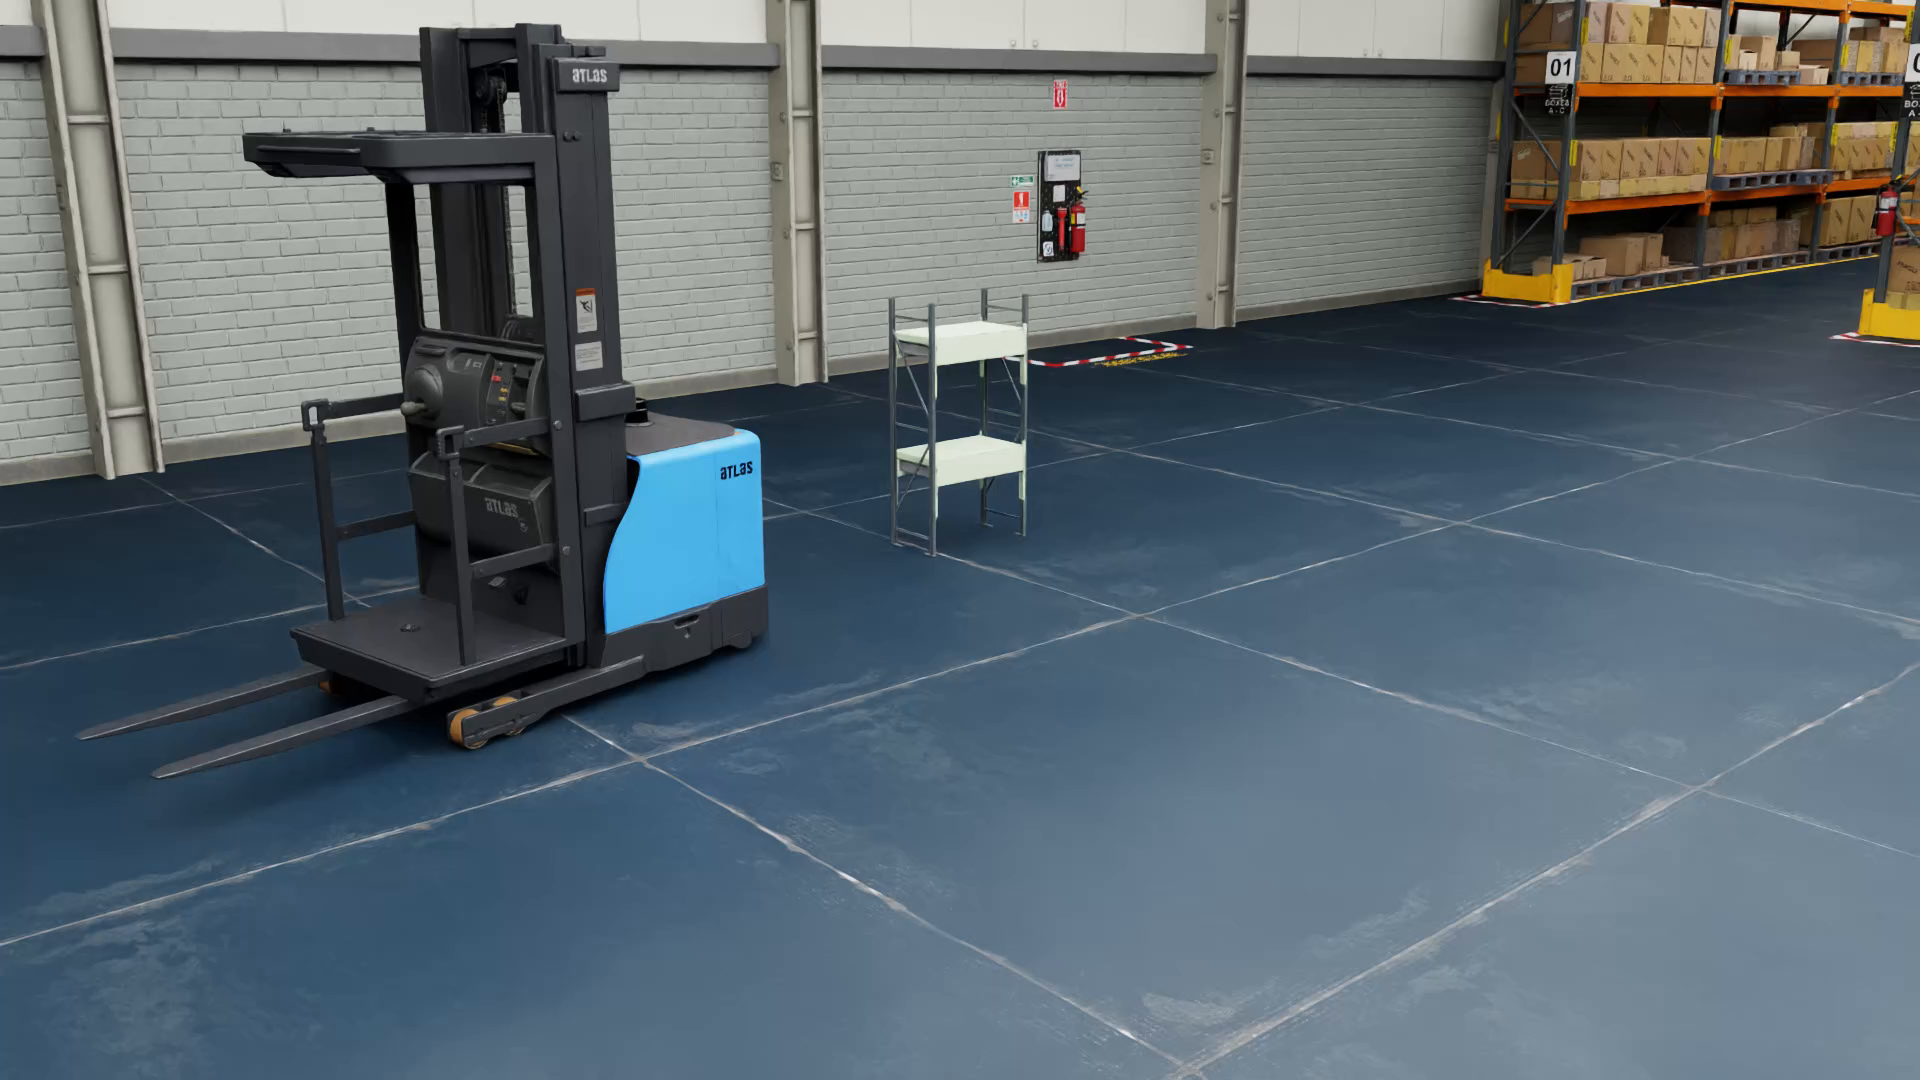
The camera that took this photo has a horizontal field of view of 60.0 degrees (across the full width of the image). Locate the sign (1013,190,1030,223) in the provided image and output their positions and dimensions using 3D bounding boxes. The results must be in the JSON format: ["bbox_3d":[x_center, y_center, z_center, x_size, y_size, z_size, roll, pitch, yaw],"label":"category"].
[{"bbox_3d":[0.645,-3.507,17.497,0.234,0.329,0.001,-13,19,-39],"label":"sign"}]

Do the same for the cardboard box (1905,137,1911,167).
[{"bbox_3d":[16.077,-6.723,28.797,0.500,0.500,0.500,-12,19,-39],"label":"cardboard box"}]

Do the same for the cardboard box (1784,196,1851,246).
[{"bbox_3d":[14.261,-5.322,27.715,0.750,0.750,0.750,-13,20,-40],"label":"cardboard box"}]

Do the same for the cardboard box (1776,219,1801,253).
[{"bbox_3d":[13.111,-4.932,26.893,0.500,0.500,0.700,-12,19,-39],"label":"cardboard box"}]

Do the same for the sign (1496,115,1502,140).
[{"bbox_3d":[7.236,-5.527,22.275,0.005,0.325,0.100,-13,19,-39],"label":"sign"}]

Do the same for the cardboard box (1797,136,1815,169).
[{"bbox_3d":[13.272,-6.238,26.746,0.700,0.500,0.500,13,20,40],"label":"cardboard box"}]

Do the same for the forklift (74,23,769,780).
[{"bbox_3d":[-2.265,-0.684,7.131,1.130,2.935,3.031,12,19,37],"label":"forklift"}]

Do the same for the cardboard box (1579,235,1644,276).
[{"bbox_3d":[9.183,-4.020,23.477,0.500,0.500,0.700,-14,21,-43],"label":"cardboard box"}]

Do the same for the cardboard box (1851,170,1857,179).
[{"bbox_3d":[14.772,-6.140,27.872,0.250,0.149,0.380,-12,19,-38],"label":"cardboard box"}]

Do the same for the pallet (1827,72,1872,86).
[{"bbox_3d":[14.071,-7.537,27.206,1.003,0.211,1.213,-12,19,-37],"label":"pallet"}]

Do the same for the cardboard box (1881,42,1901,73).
[{"bbox_3d":[15.524,-8.212,28.323,0.500,0.500,0.700,-13,20,-40],"label":"cardboard box"}]

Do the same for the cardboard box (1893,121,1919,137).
[{"bbox_3d":[16.453,-7.172,29.025,0.500,0.250,0.500,-12,19,-38],"label":"cardboard box"}]

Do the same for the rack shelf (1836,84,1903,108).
[{"bbox_3d":[15.129,-7.500,28.096,4.000,0.370,1.077,-13,19,-39],"label":"rack shelf"}]

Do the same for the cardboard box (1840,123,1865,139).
[{"bbox_3d":[14.537,-6.741,27.412,0.500,0.250,0.500,-13,20,-40],"label":"cardboard box"}]

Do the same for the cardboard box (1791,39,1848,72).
[{"bbox_3d":[13.942,-7.861,27.008,0.700,0.500,0.500,14,21,43],"label":"cardboard box"}]

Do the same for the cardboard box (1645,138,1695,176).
[{"bbox_3d":[10.076,-5.455,23.659,0.500,0.500,0.500,-13,20,-40],"label":"cardboard box"}]

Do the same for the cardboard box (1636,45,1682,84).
[{"bbox_3d":[9.601,-6.571,22.991,0.500,0.500,0.500,-14,20,-41],"label":"cardboard box"}]

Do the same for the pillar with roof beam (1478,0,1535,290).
[{"bbox_3d":[10.372,-7.051,19.210,0.400,9.000,9.100,-13,19,-39],"label":"pillar with roof beam"}]

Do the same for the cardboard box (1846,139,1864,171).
[{"bbox_3d":[14.556,-6.380,27.514,0.500,0.500,0.500,-12,19,-38],"label":"cardboard box"}]

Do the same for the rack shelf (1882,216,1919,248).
[{"bbox_3d":[12.349,-3.731,19.801,4.000,0.370,1.077,-13,19,-39],"label":"rack shelf"}]

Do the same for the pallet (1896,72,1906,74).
[{"bbox_3d":[17.262,-8.280,29.794,1.213,0.211,1.003,-13,19,-39],"label":"pallet"}]

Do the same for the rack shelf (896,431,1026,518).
[{"bbox_3d":[-0.005,-0.408,10.136,0.720,0.370,0.431,-13,19,-39],"label":"rack shelf"}]

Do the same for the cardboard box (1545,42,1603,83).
[{"bbox_3d":[8.002,-6.219,21.675,0.500,0.500,0.500,-12,19,-38],"label":"cardboard box"}]

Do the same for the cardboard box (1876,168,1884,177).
[{"bbox_3d":[15.582,-6.306,28.494,0.250,0.149,0.380,-13,20,-41],"label":"cardboard box"}]

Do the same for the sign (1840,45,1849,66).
[{"bbox_3d":[13.975,-7.652,26.271,0.005,0.325,0.100,-13,19,-39],"label":"sign"}]

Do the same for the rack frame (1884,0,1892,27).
[{"bbox_3d":[16.638,-9.635,28.884,0.127,3.000,1.000,-13,19,-39],"label":"rack frame"}]

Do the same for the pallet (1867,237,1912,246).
[{"bbox_3d":[16.105,-5.244,29.474,1.213,0.211,1.003,-13,19,-39],"label":"pallet"}]

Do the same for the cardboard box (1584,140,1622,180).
[{"bbox_3d":[8.522,-5.108,22.358,0.500,0.500,0.500,-13,19,-39],"label":"cardboard box"}]

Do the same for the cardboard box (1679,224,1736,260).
[{"bbox_3d":[11.504,-4.612,25.694,0.500,0.500,0.700,-13,20,-40],"label":"cardboard box"}]

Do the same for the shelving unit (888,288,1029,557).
[{"bbox_3d":[-0.005,-0.723,10.052,0.755,1.500,0.431,-13,19,-39],"label":"shelving unit"}]

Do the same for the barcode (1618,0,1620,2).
[{"bbox_3d":[9.272,-7.597,23.384,0.075,0.075,0.001,-13,19,-39],"label":"barcode"}]

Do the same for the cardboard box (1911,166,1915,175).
[{"bbox_3d":[16.569,-6.513,29.267,0.250,0.149,0.380,-12,19,-39],"label":"cardboard box"}]

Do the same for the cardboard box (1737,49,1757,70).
[{"bbox_3d":[11.532,-7.172,24.834,0.500,0.311,0.500,-12,19,-38],"label":"cardboard box"}]

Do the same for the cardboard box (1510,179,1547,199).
[{"bbox_3d":[7.811,-4.758,22.502,0.500,0.250,0.500,-12,19,-39],"label":"cardboard box"}]

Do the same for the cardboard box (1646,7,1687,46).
[{"bbox_3d":[9.609,-7.049,22.844,0.500,0.500,0.500,-14,20,-41],"label":"cardboard box"}]

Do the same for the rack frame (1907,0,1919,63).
[{"bbox_3d":[10.840,-6.639,17.666,0.127,3.000,1.000,-13,19,-39],"label":"rack frame"}]

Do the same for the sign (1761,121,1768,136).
[{"bbox_3d":[13.254,-6.726,27.374,0.005,0.325,0.100,-13,19,-39],"label":"sign"}]

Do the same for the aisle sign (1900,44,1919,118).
[{"bbox_3d":[10.598,-5.042,18.277,0.004,0.787,0.394,-13,19,-39],"label":"aisle sign"}]

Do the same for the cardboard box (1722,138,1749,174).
[{"bbox_3d":[11.435,-5.815,25.162,0.500,0.500,0.700,-10,18,-34],"label":"cardboard box"}]

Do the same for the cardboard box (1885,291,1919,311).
[{"bbox_3d":[11.051,-2.763,19.296,0.500,0.250,0.500,-13,19,-39],"label":"cardboard box"}]

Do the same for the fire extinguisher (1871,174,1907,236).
[{"bbox_3d":[10.446,-3.773,18.713,0.183,0.674,0.296,-13,19,-39],"label":"fire extinguisher"}]

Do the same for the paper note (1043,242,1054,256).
[{"bbox_3d":[0.951,-3.121,17.829,0.142,0.148,0.016,-13,19,-39],"label":"paper note"}]

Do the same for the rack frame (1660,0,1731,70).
[{"bbox_3d":[10.603,-8.280,23.810,0.127,3.000,1.000,-13,19,-39],"label":"rack frame"}]

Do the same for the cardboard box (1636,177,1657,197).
[{"bbox_3d":[9.315,-4.923,23.120,0.500,0.250,0.500,-12,19,-39],"label":"cardboard box"}]

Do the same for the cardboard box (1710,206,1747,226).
[{"bbox_3d":[11.867,-5.041,25.847,0.500,0.250,0.500,-13,20,-41],"label":"cardboard box"}]

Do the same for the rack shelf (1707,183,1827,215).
[{"bbox_3d":[12.112,-5.373,25.946,4.000,0.370,1.077,-13,19,-39],"label":"rack shelf"}]

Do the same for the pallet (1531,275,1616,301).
[{"bbox_3d":[8.279,-3.500,22.945,1.213,0.211,1.003,-13,19,-39],"label":"pallet"}]
